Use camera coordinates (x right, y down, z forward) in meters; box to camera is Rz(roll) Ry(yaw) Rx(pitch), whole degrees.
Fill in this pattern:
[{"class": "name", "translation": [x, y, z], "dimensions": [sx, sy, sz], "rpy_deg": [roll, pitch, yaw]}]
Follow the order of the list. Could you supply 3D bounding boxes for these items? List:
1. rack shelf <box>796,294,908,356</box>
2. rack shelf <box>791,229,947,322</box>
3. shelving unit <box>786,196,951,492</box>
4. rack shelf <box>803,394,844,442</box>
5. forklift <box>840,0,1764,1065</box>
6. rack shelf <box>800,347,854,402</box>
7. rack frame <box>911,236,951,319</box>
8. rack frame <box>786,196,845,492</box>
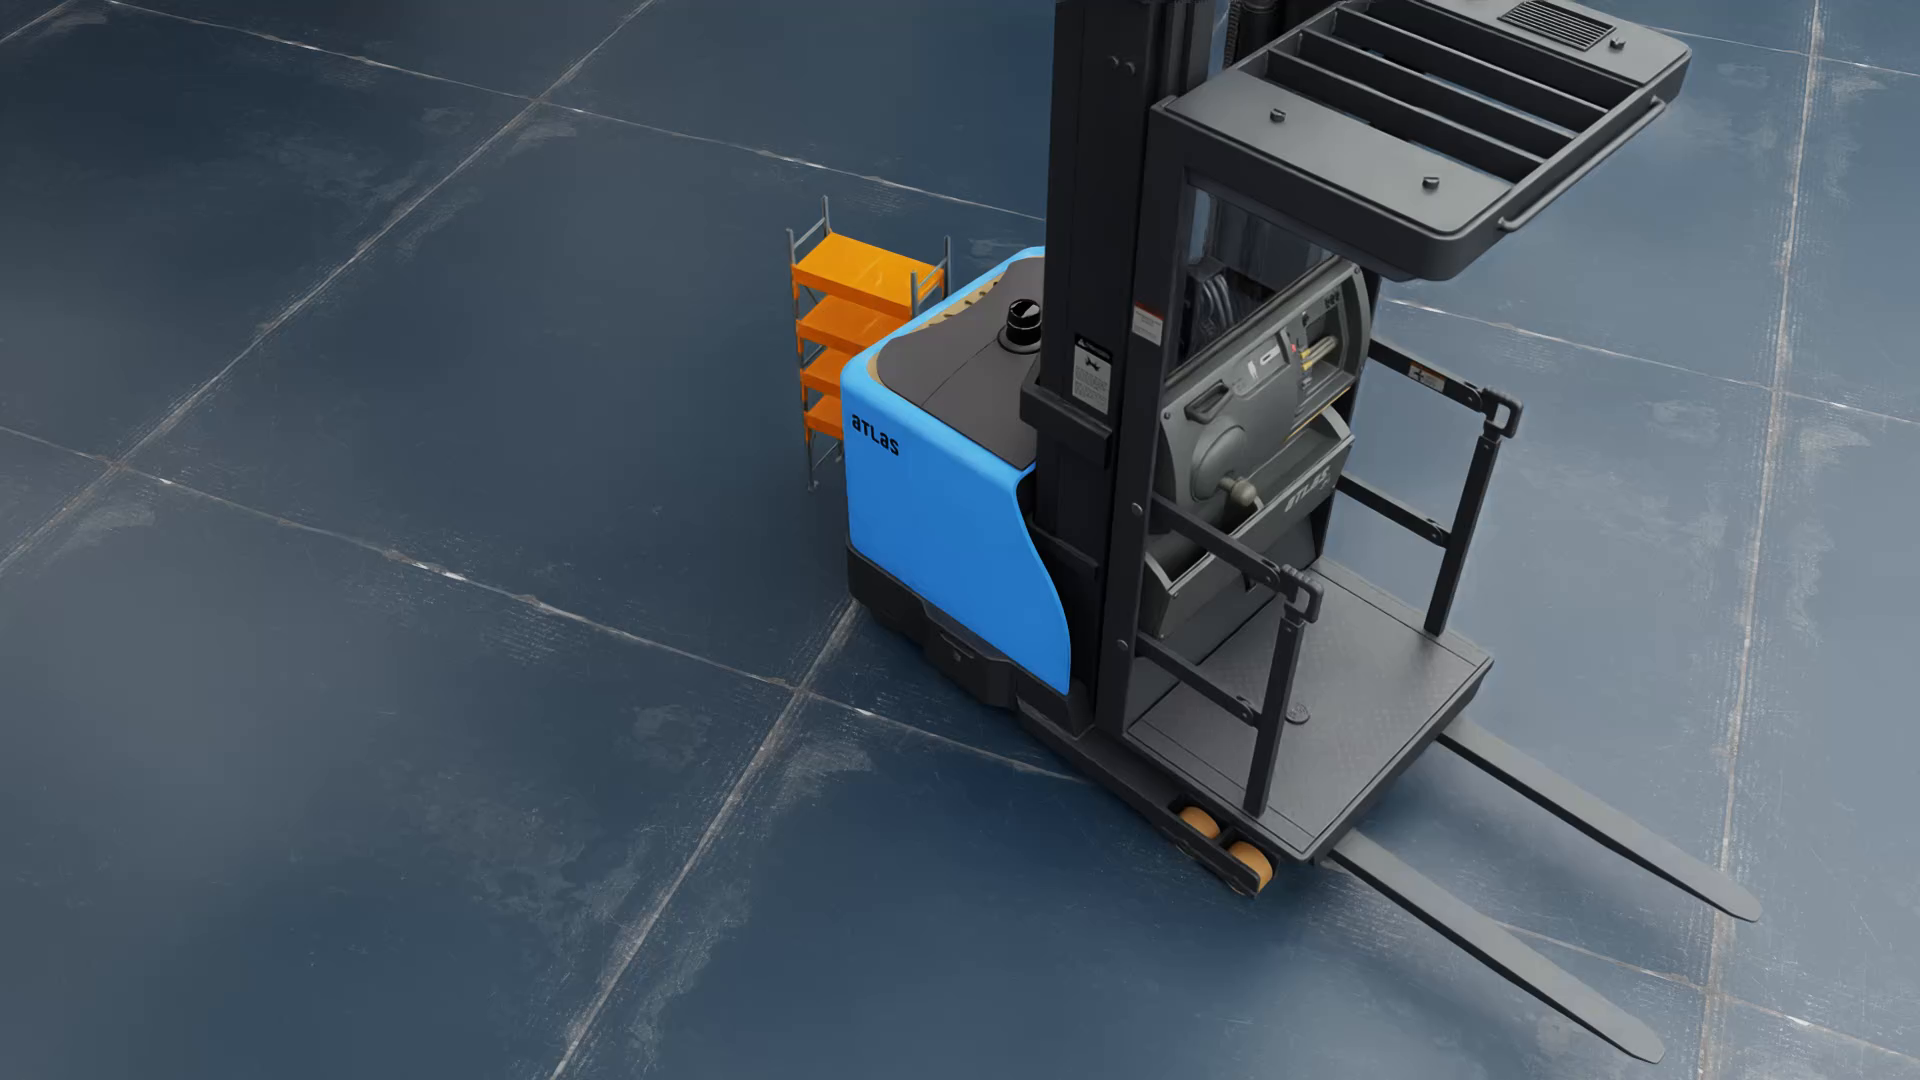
[{"class": "rack shelf", "translation": [-0.310, -0.715, 5.897], "dimensions": [0.480, 0.148, 0.258], "rpy_deg": [22, 49, 20]}, {"class": "rack shelf", "translation": [-0.310, -0.883, 5.730], "dimensions": [0.480, 0.148, 0.258], "rpy_deg": [22, 49, 20]}, {"class": "shelving unit", "translation": [-0.310, -0.604, 6.007], "dimensions": [0.503, 1.200, 0.258], "rpy_deg": [22, 49, 20]}, {"class": "rack shelf", "translation": [-0.310, -0.416, 6.194], "dimensions": [0.480, 0.148, 0.258], "rpy_deg": [22, 49, 20]}, {"class": "forklift", "translation": [1.017, -0.363, 4.537], "dimensions": [3.031, 2.935, 1.130], "rpy_deg": [34, 54, 29]}, {"class": "rack shelf", "translation": [-0.310, -0.557, 6.054], "dimensions": [0.480, 0.148, 0.258], "rpy_deg": [22, 49, 20]}, {"class": "rack frame", "translation": [-0.097, -0.520, 5.922], "dimensions": [0.015, 1.200, 0.240], "rpy_deg": [22, 49, 20]}, {"class": "rack frame", "translation": [-0.522, -0.689, 6.092], "dimensions": [0.015, 1.200, 0.240], "rpy_deg": [22, 49, 20]}]
